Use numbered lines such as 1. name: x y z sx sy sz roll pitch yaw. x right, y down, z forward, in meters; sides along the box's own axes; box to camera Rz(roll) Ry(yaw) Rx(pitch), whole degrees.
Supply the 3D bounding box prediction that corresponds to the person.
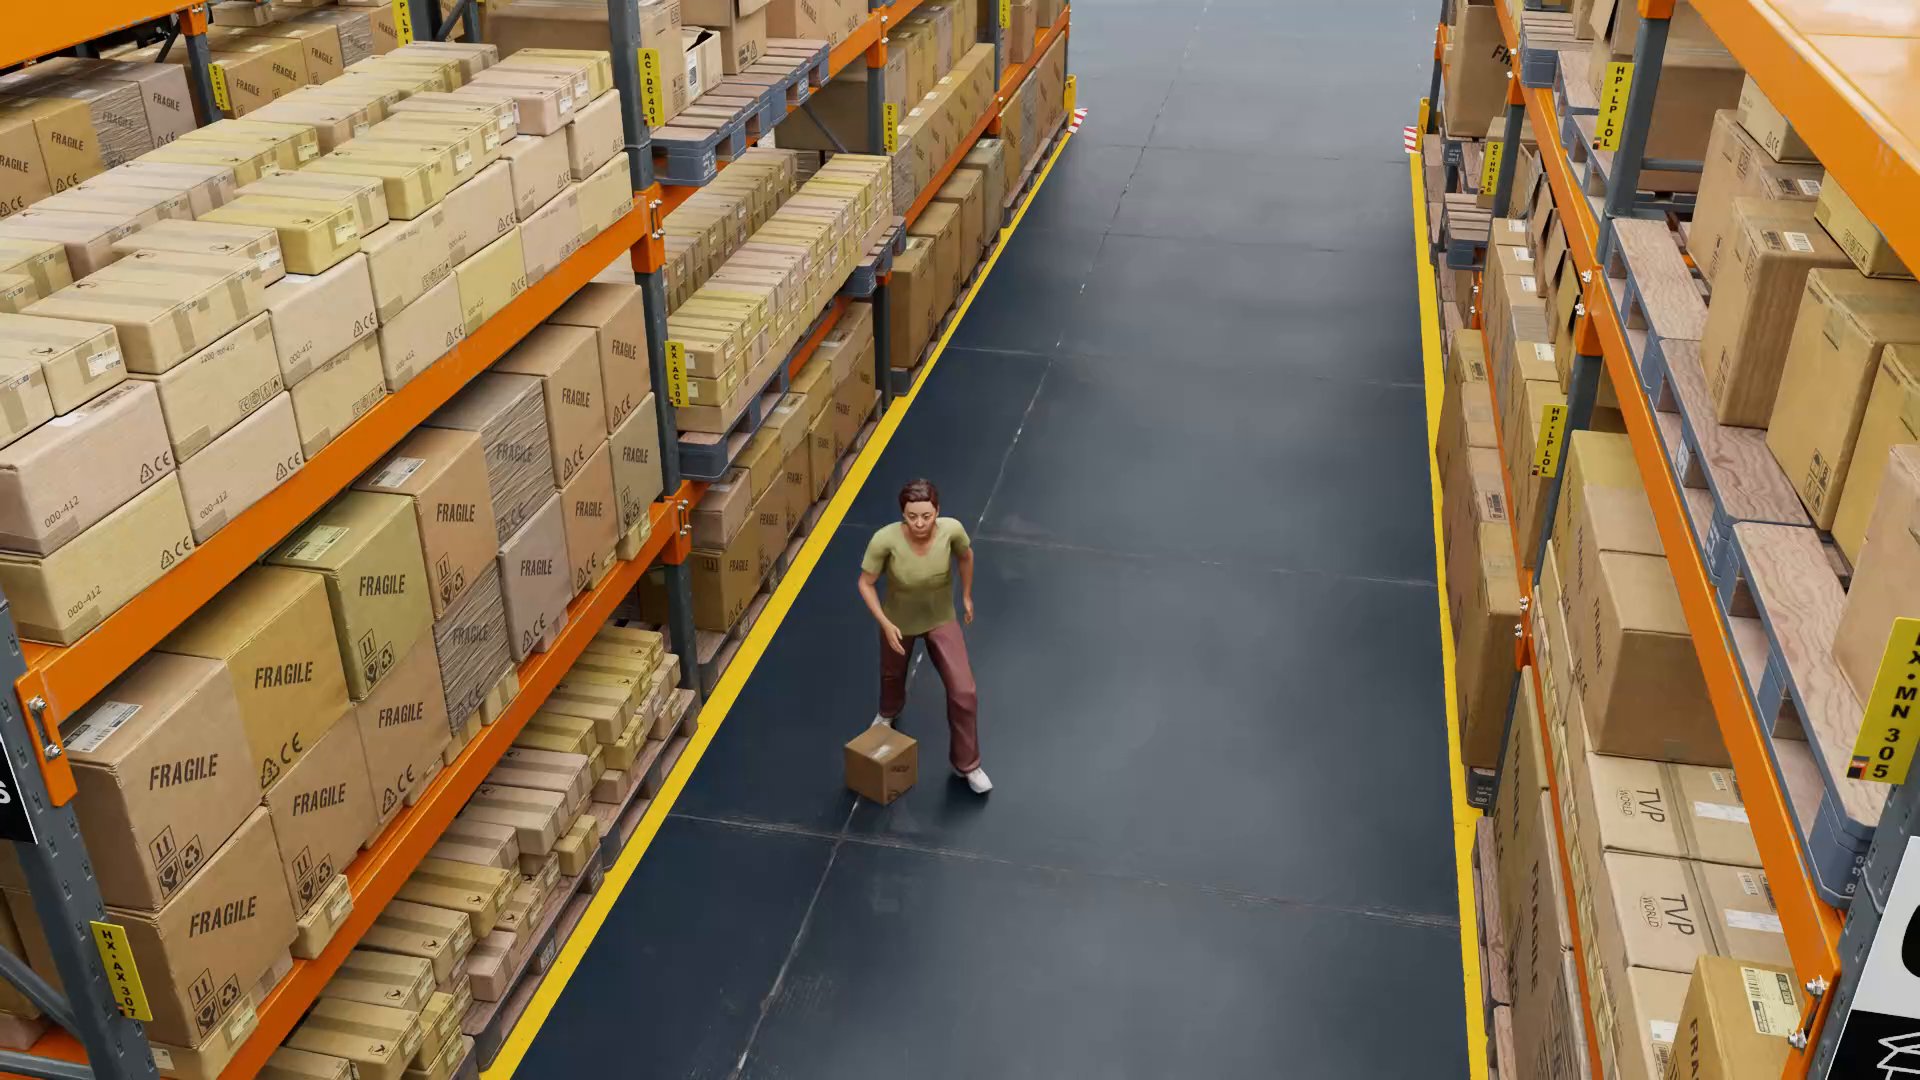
1. person: -0.181 0.374 7.970 0.612 1.605 0.814 -3 29 -5
